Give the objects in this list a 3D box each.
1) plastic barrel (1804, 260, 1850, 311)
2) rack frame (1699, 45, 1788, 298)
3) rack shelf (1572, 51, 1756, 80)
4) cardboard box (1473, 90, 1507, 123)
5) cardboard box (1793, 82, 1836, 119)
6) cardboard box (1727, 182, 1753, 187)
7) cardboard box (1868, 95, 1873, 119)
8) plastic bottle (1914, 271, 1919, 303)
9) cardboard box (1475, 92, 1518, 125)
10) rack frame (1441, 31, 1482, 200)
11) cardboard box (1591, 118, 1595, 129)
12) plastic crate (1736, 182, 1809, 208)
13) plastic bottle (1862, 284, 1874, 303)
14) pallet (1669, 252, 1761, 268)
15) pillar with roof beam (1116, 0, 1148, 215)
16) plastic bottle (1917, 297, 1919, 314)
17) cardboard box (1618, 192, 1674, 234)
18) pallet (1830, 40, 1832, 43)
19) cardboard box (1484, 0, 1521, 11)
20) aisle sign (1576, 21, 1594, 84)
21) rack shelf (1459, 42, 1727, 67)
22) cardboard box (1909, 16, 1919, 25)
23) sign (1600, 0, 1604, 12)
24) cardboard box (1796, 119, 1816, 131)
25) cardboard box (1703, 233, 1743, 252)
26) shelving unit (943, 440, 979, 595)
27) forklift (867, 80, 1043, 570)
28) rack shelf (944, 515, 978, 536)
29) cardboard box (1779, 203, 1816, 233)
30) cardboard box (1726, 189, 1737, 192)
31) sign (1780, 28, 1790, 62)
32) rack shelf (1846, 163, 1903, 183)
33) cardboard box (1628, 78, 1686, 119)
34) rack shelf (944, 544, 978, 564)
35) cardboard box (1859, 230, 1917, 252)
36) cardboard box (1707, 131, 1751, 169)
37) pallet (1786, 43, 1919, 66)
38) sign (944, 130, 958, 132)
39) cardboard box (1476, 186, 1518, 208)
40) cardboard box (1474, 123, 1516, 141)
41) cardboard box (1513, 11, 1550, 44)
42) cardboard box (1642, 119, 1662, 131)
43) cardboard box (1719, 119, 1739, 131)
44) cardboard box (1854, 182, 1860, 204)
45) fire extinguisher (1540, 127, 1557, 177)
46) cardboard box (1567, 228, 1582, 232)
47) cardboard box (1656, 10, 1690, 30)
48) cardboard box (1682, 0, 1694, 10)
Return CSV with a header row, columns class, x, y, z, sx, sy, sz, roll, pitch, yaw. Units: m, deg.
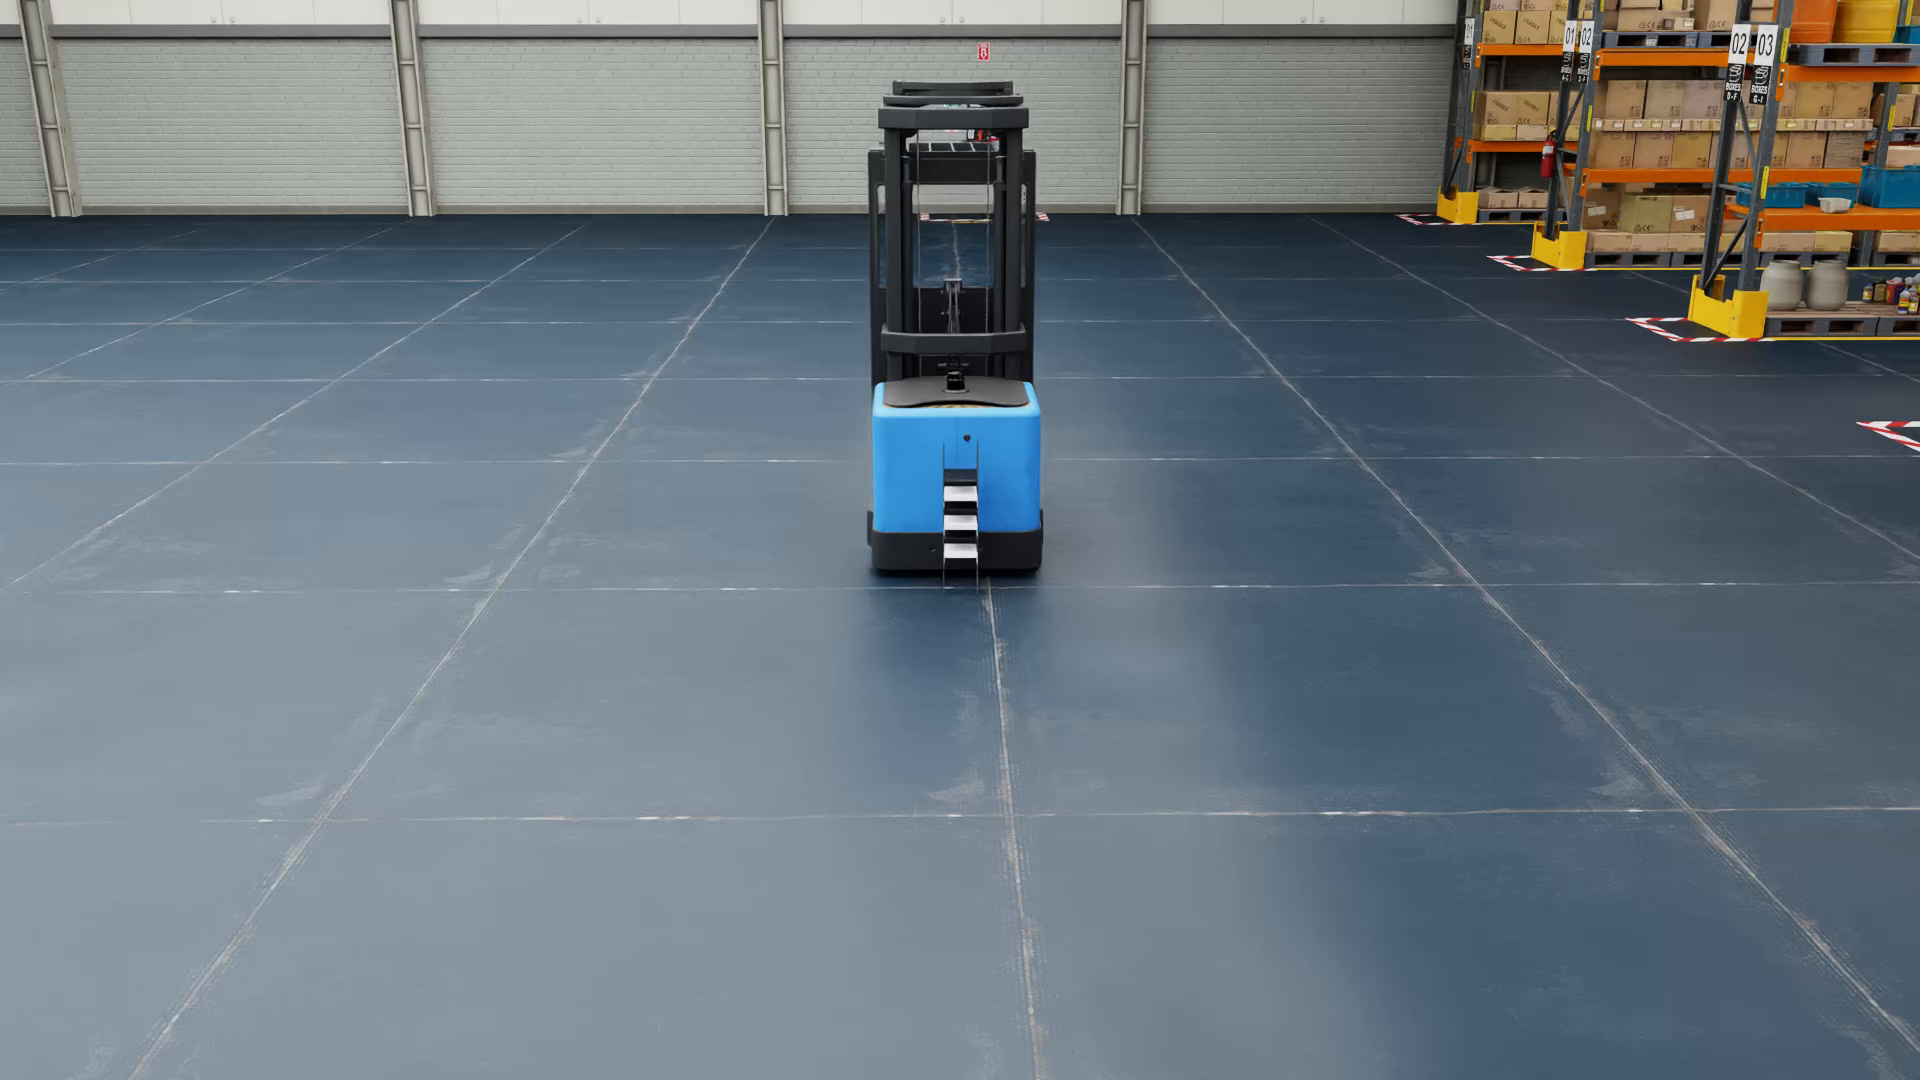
class,x,y,z,sx,sy,sz,roll,pitch,yaw
plastic barrel,9.504,-2.792,18.226,0.421,0.512,0.421,0,18,0
rack frame,8.346,-3.748,17.820,0.127,3.000,1.000,0,18,-1
rack shelf,10.271,-6.356,22.218,4.000,0.370,1.077,0,18,-1
cardboard box,8.658,-7.136,27.367,0.500,0.500,0.500,0,18,-1
cardboard box,11.322,-5.939,22.362,0.500,0.500,0.700,0,18,-1
cardboard box,12.925,-5.821,27.654,0.500,0.500,0.700,0,18,1
cardboard box,14.474,-7.051,27.234,0.500,0.500,0.700,0,18,-1
plastic bottle,10.732,-2.834,18.589,0.185,0.351,0.144,0,18,1
cardboard box,8.672,-6.979,26.879,0.500,0.500,0.500,0,18,-1
rack frame,8.190,-6.774,27.253,0.127,3.000,1.000,0,18,-1
cardboard box,8.651,-5.677,22.609,0.250,0.149,0.380,-1,18,-2
plastic crate,8.842,-3.771,18.135,0.616,0.251,0.499,0,18,-1
plastic bottle,10.176,-2.768,18.626,0.097,0.201,0.097,0,18,0
pallet,10.253,-3.954,23.029,1.213,0.211,1.003,0,18,-1
pillar with roof beam,2.945,-8.554,22.981,0.400,9.000,9.100,0,18,-1
plastic bottle,10.391,-2.573,17.885,0.133,0.283,0.061,0,18,0
cardboard box,9.311,-4.446,22.583,0.500,0.500,0.500,0,18,-1
pallet,11.419,-6.654,22.114,1.213,0.211,1.003,0,18,-1
cardboard box,8.579,-8.663,26.398,0.500,0.500,0.500,-2,18,-5
aisle sign,8.211,-6.405,21.847,0.004,0.787,0.394,0,18,-1
rack shelf,10.190,-7.869,26.934,4.000,0.370,1.077,0,18,-1
cardboard box,12.887,-6.837,22.097,0.500,0.250,0.500,2,18,5
sign,8.274,-6.973,21.404,0.005,0.325,0.100,0,18,-1
cardboard box,11.231,-5.566,22.261,0.250,0.149,0.380,0,18,-1
cardboard box,10.311,-4.093,22.709,0.500,0.250,0.500,0,18,-1
shelving unit,0.004,-0.134,9.974,0.210,0.900,0.258,0,20,0
forklift,-0.060,-1.609,11.264,1.130,2.935,3.031,-1,18,-2
rack shelf,0.004,-0.103,9.985,0.200,0.077,0.258,0,20,0
cardboard box,11.311,-4.460,22.626,0.500,0.500,0.500,0,18,-1
cardboard box,10.803,-4.616,23.114,0.500,0.500,0.500,0,18,-1
sign,8.351,-5.012,16.837,0.005,0.325,0.100,0,18,-1
rack shelf,14.271,-4.947,22.736,4.000,0.370,1.077,0,18,-1
cardboard box,9.317,-5.929,22.332,0.500,0.500,0.700,-1,18,-2
rack shelf,0.004,0.066,10.047,0.200,0.077,0.258,0,20,0
cardboard box,12.678,-4.097,22.723,0.500,0.250,0.500,-1,18,-2
cardboard box,10.287,-5.315,22.542,0.500,0.500,0.700,0,18,1
pallet,9.175,-5.060,17.310,1.213,0.211,1.003,0,18,-1
sign,-0.149,-7.058,28.080,0.234,0.329,0.001,0,18,-1
cardboard box,8.883,-5.679,27.521,0.500,0.311,0.500,-2,18,-7
cardboard box,8.683,-6.617,26.978,0.500,0.250,0.500,-1,18,-2
cardboard box,9.066,-8.176,26.517,0.500,0.500,0.500,1,18,3
cardboard box,9.181,-5.556,22.232,0.250,0.149,0.380,0,18,-1
cardboard box,10.204,-5.561,22.245,0.250,0.149,0.380,0,18,0
cardboard box,14.953,-5.845,27.730,0.500,0.500,0.700,0,18,-1
fire extinguisher,8.146,-5.365,22.989,0.183,0.674,0.296,0,18,-1
cardboard box,8.803,-4.244,23.182,0.500,0.250,0.500,0,18,-1
cardboard box,9.419,-6.970,22.284,0.500,0.250,0.500,0,18,-1
cardboard box,11.693,-8.669,26.418,0.500,0.500,0.500,-2,18,-6
